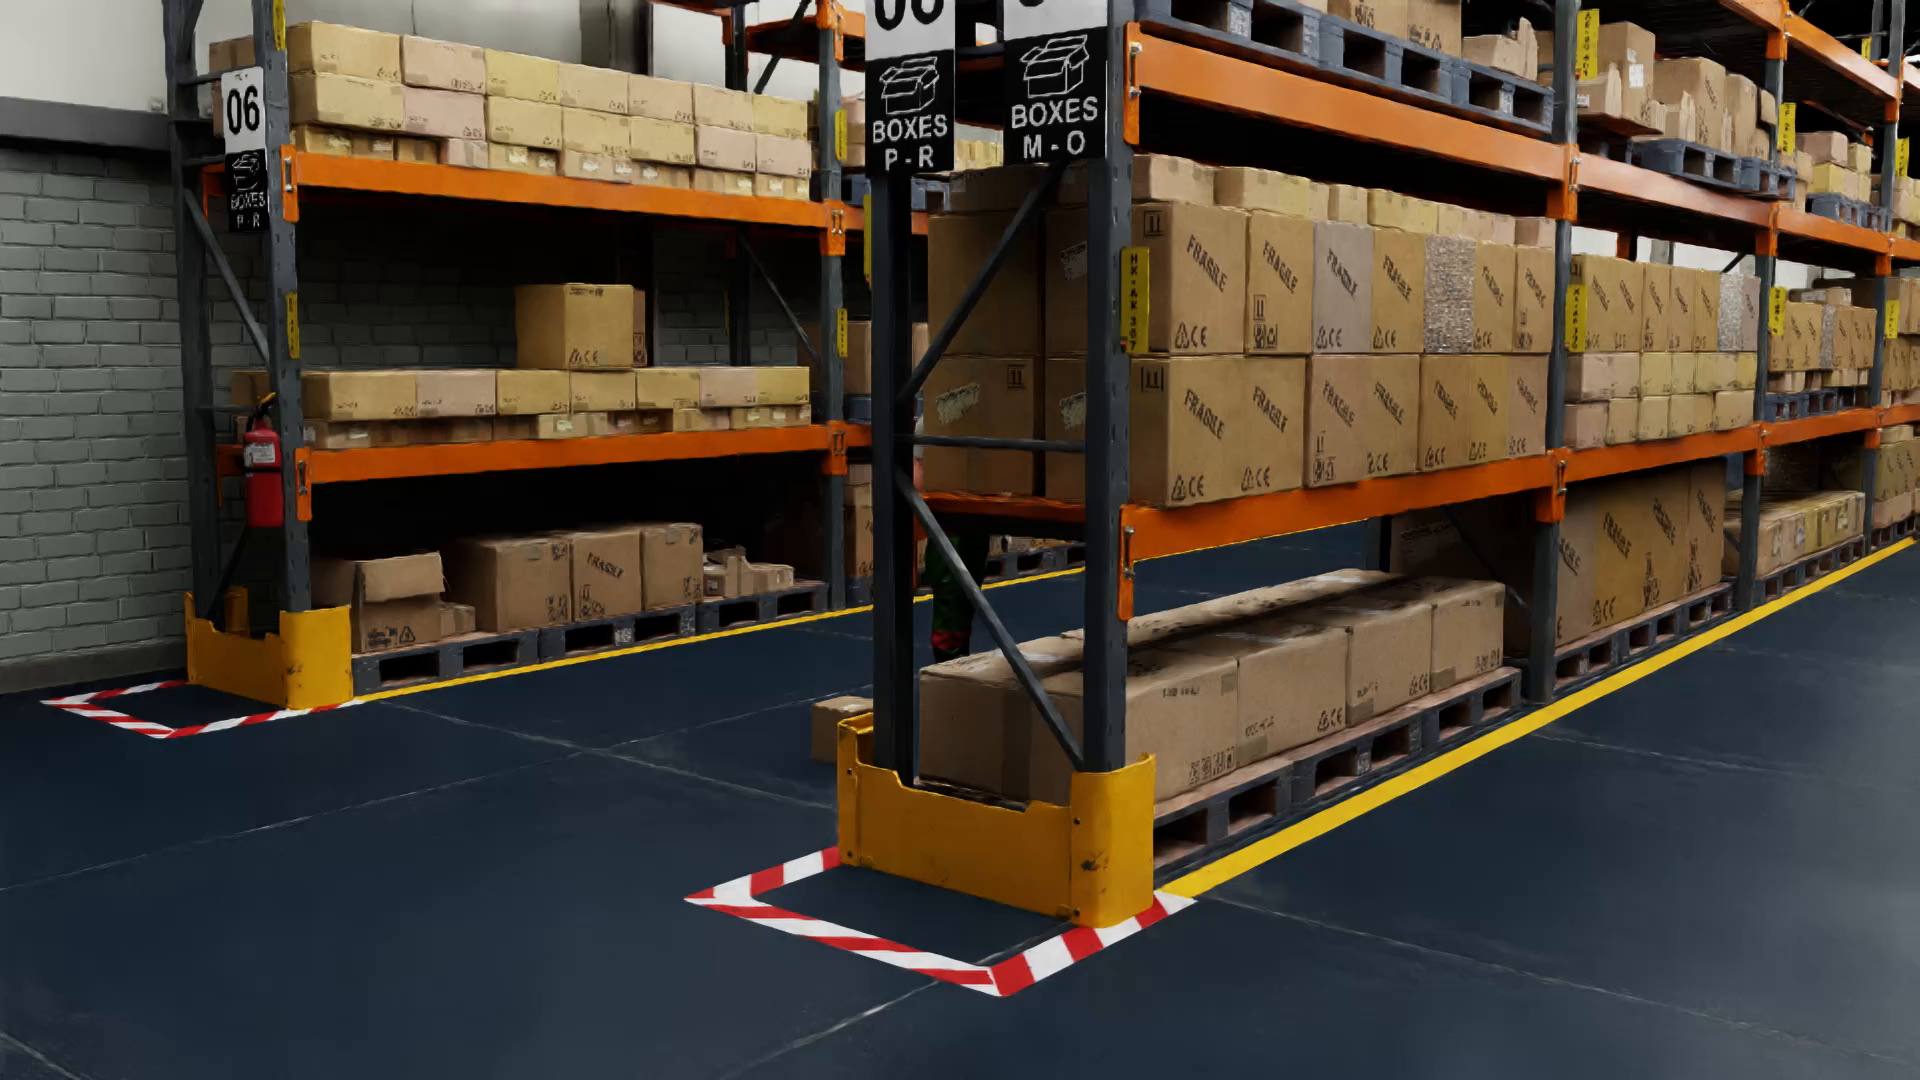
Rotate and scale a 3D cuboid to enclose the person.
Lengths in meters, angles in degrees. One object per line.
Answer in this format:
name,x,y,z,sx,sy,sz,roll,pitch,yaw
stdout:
person,0.006,-0.081,8.598,0.689,1.787,0.577,-6,9,-41
